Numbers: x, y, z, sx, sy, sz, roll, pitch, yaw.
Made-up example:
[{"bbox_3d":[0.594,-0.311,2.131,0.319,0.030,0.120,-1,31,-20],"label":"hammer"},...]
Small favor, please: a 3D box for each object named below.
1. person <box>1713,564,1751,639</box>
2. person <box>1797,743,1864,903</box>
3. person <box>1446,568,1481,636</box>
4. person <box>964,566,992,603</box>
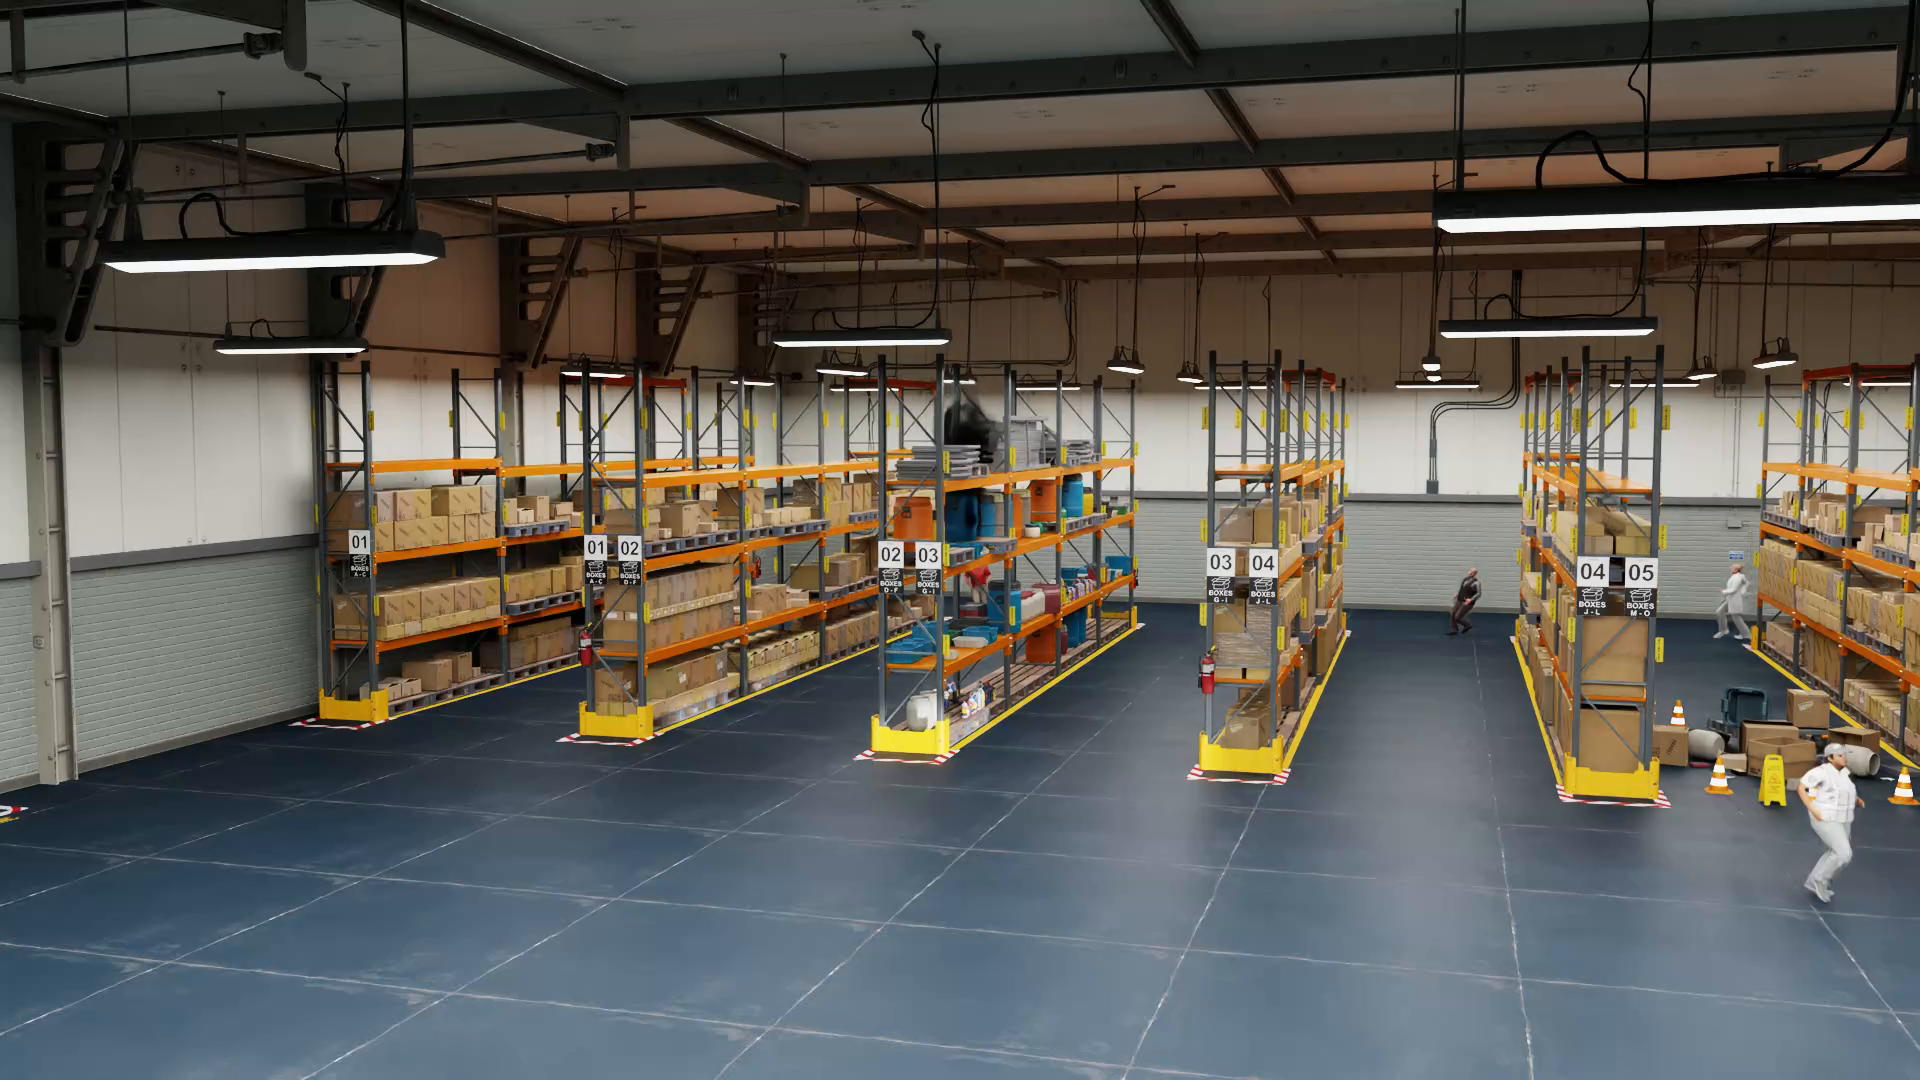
[{"bbox_3d":[17.602,1.408,37.795,0.796,1.756,0.675,1,4,19],"label":"person"},{"bbox_3d":[9.113,2.941,17.343,0.663,1.664,0.593,-2,5,-27],"label":"person"},{"bbox_3d":[11.694,1.444,38.594,0.529,1.625,0.744,-1,4,-15],"label":"person"},{"bbox_3d":[0.445,1.244,40.973,0.678,1.709,0.762,0,4,0],"label":"person"}]
